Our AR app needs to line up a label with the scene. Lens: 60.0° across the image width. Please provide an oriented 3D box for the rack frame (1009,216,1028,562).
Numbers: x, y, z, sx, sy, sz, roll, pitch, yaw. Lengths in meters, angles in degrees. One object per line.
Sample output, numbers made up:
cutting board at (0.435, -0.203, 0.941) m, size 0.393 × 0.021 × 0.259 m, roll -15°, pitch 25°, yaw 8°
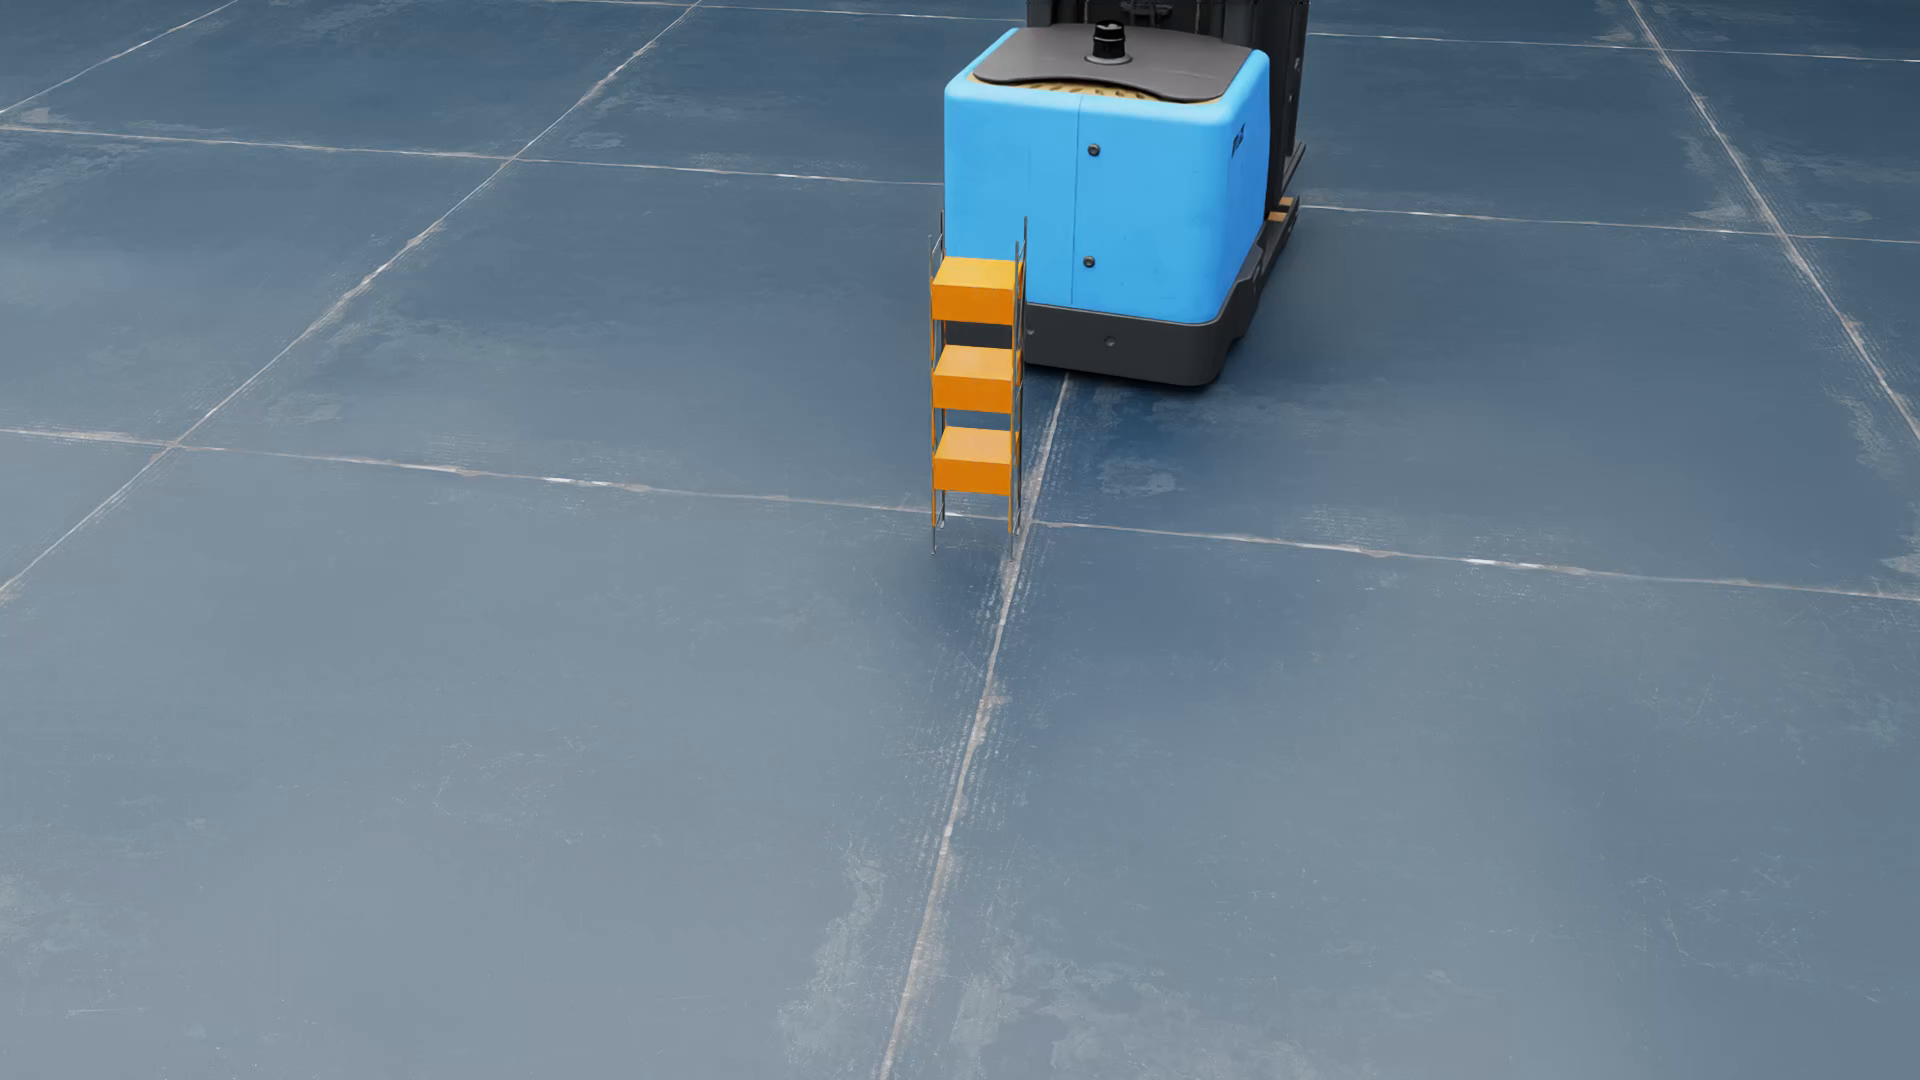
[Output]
rack frame at (0.173, -0.429, 4.946) m, size 0.008 × 1.050 × 0.200 m, roll 5°, pitch 32°, yaw 8°

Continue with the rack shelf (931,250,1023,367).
rack shelf at (0.053, -0.672, 4.819) m, size 0.240 × 0.259 × 0.215 m, roll 5°, pitch 32°, yaw 8°

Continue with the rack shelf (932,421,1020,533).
rack shelf at (0.053, -0.196, 5.117) m, size 0.240 × 0.259 × 0.215 m, roll 5°, pitch 32°, yaw 8°

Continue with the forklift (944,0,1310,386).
forklift at (0.881, -2.571, 6.596) m, size 1.130 × 2.935 × 3.031 m, roll 10°, pitch 33°, yaw 16°

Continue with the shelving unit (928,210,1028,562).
shelving unit at (0.053, -0.440, 4.964) m, size 0.252 × 1.050 × 0.215 m, roll 5°, pitch 32°, yaw 8°

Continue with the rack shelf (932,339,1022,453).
rack shelf at (0.053, -0.431, 4.969) m, size 0.240 × 0.259 × 0.215 m, roll 5°, pitch 32°, yaw 8°

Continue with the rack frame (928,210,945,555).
rack frame at (-0.068, -0.451, 4.981) m, size 0.008 × 1.050 × 0.200 m, roll 5°, pitch 32°, yaw 8°
